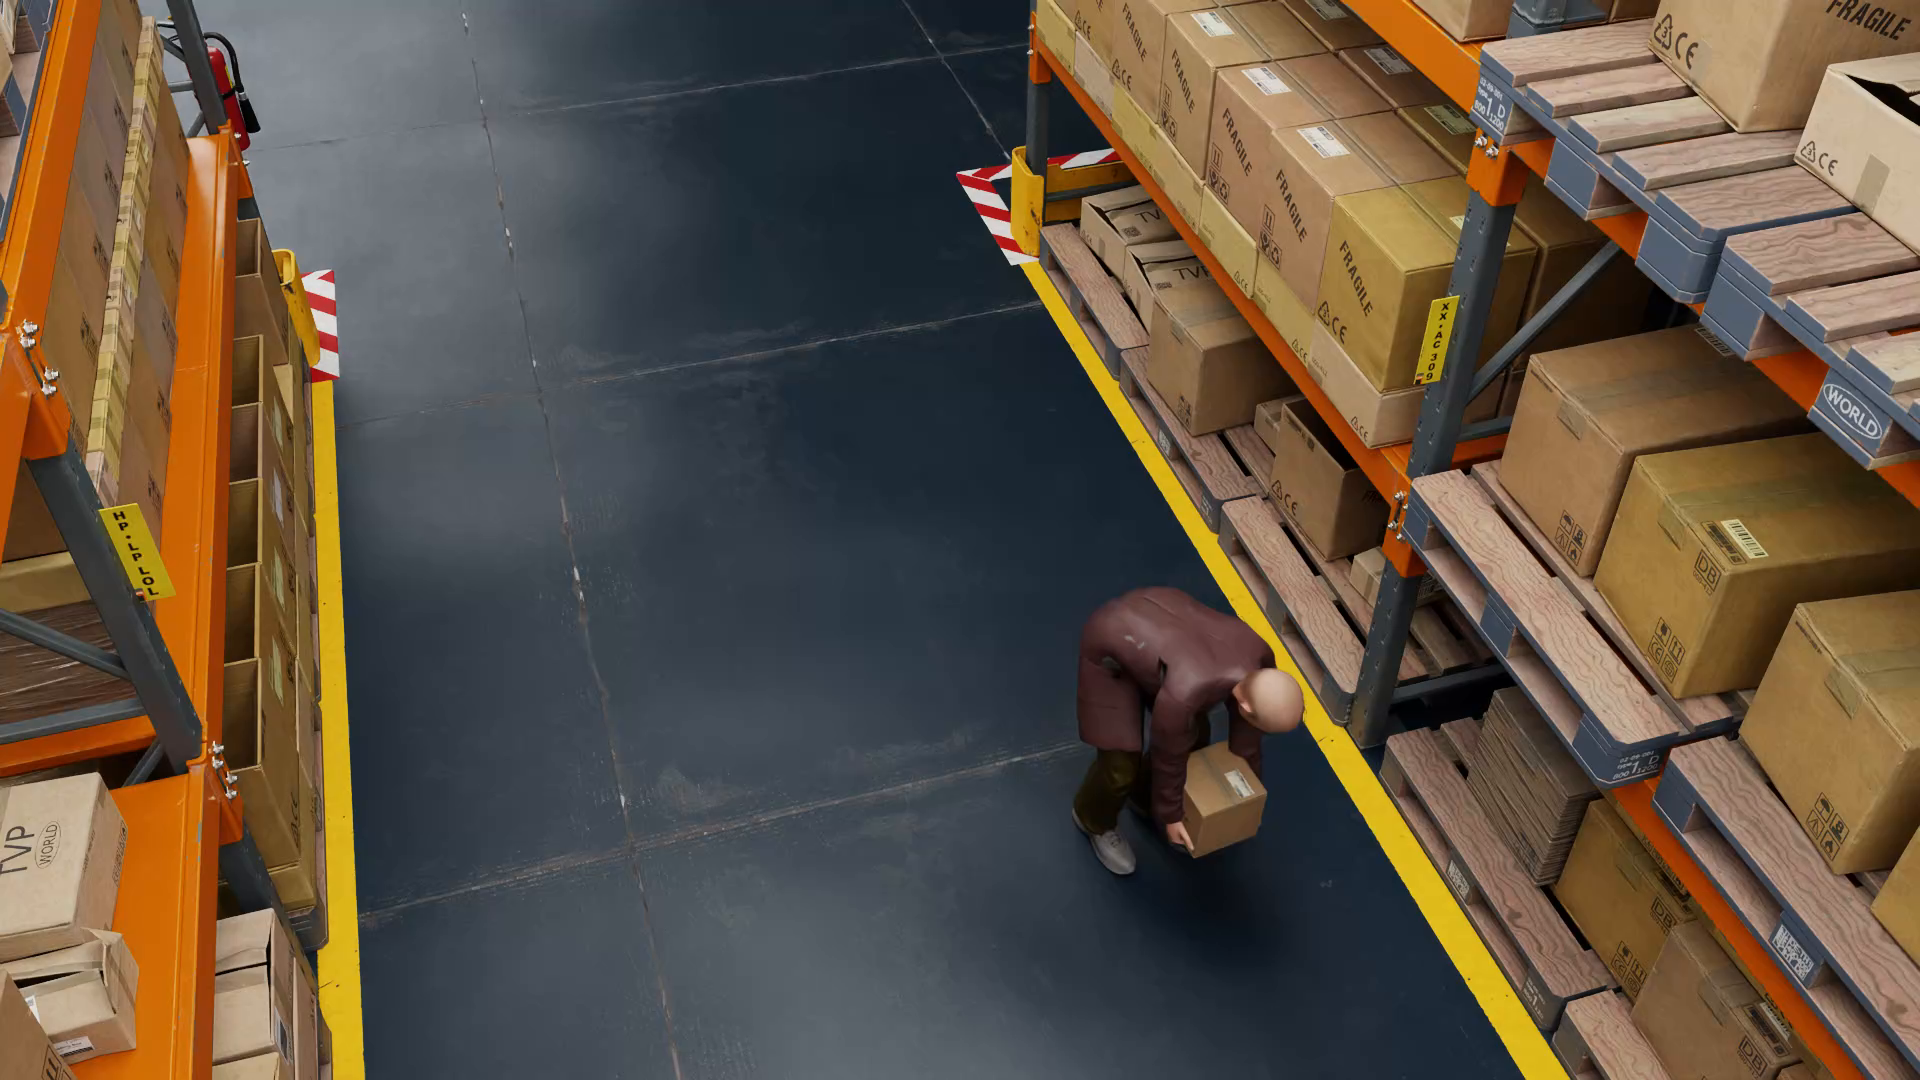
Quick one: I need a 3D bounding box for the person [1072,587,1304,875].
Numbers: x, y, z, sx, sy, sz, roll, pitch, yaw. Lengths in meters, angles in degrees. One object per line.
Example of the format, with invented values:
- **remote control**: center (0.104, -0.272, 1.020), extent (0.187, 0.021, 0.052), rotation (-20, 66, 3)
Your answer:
- **person**: center (0.761, 0.731, 5.727), extent (0.550, 1.279, 0.914), rotation (-24, 47, -24)
